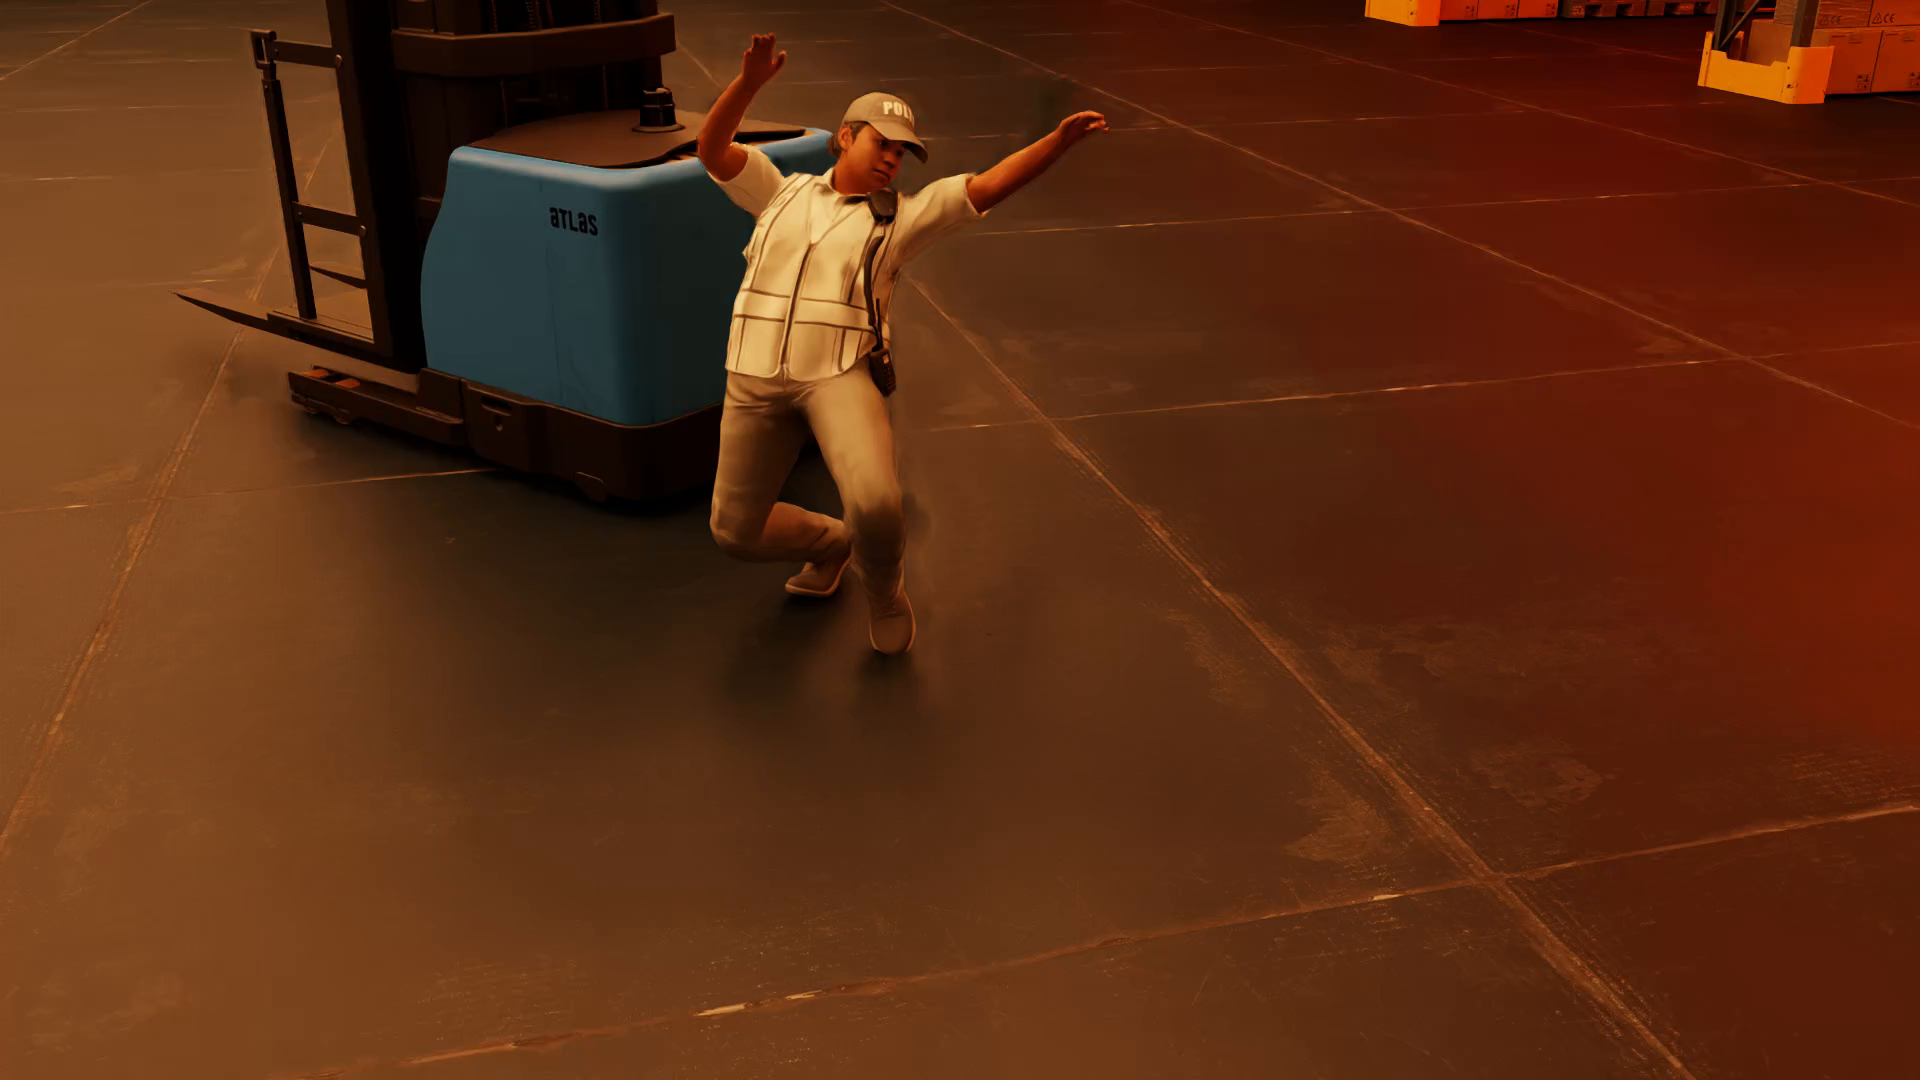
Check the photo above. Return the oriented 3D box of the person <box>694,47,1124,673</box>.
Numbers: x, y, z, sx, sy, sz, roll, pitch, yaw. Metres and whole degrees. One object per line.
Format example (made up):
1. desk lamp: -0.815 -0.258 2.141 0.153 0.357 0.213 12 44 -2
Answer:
1. person: -0.159 -0.425 4.150 1.030 1.556 0.782 6 24 14

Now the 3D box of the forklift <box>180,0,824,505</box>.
1. forklift: -1.829 -1.906 5.789 3.031 2.935 1.130 17 28 34
